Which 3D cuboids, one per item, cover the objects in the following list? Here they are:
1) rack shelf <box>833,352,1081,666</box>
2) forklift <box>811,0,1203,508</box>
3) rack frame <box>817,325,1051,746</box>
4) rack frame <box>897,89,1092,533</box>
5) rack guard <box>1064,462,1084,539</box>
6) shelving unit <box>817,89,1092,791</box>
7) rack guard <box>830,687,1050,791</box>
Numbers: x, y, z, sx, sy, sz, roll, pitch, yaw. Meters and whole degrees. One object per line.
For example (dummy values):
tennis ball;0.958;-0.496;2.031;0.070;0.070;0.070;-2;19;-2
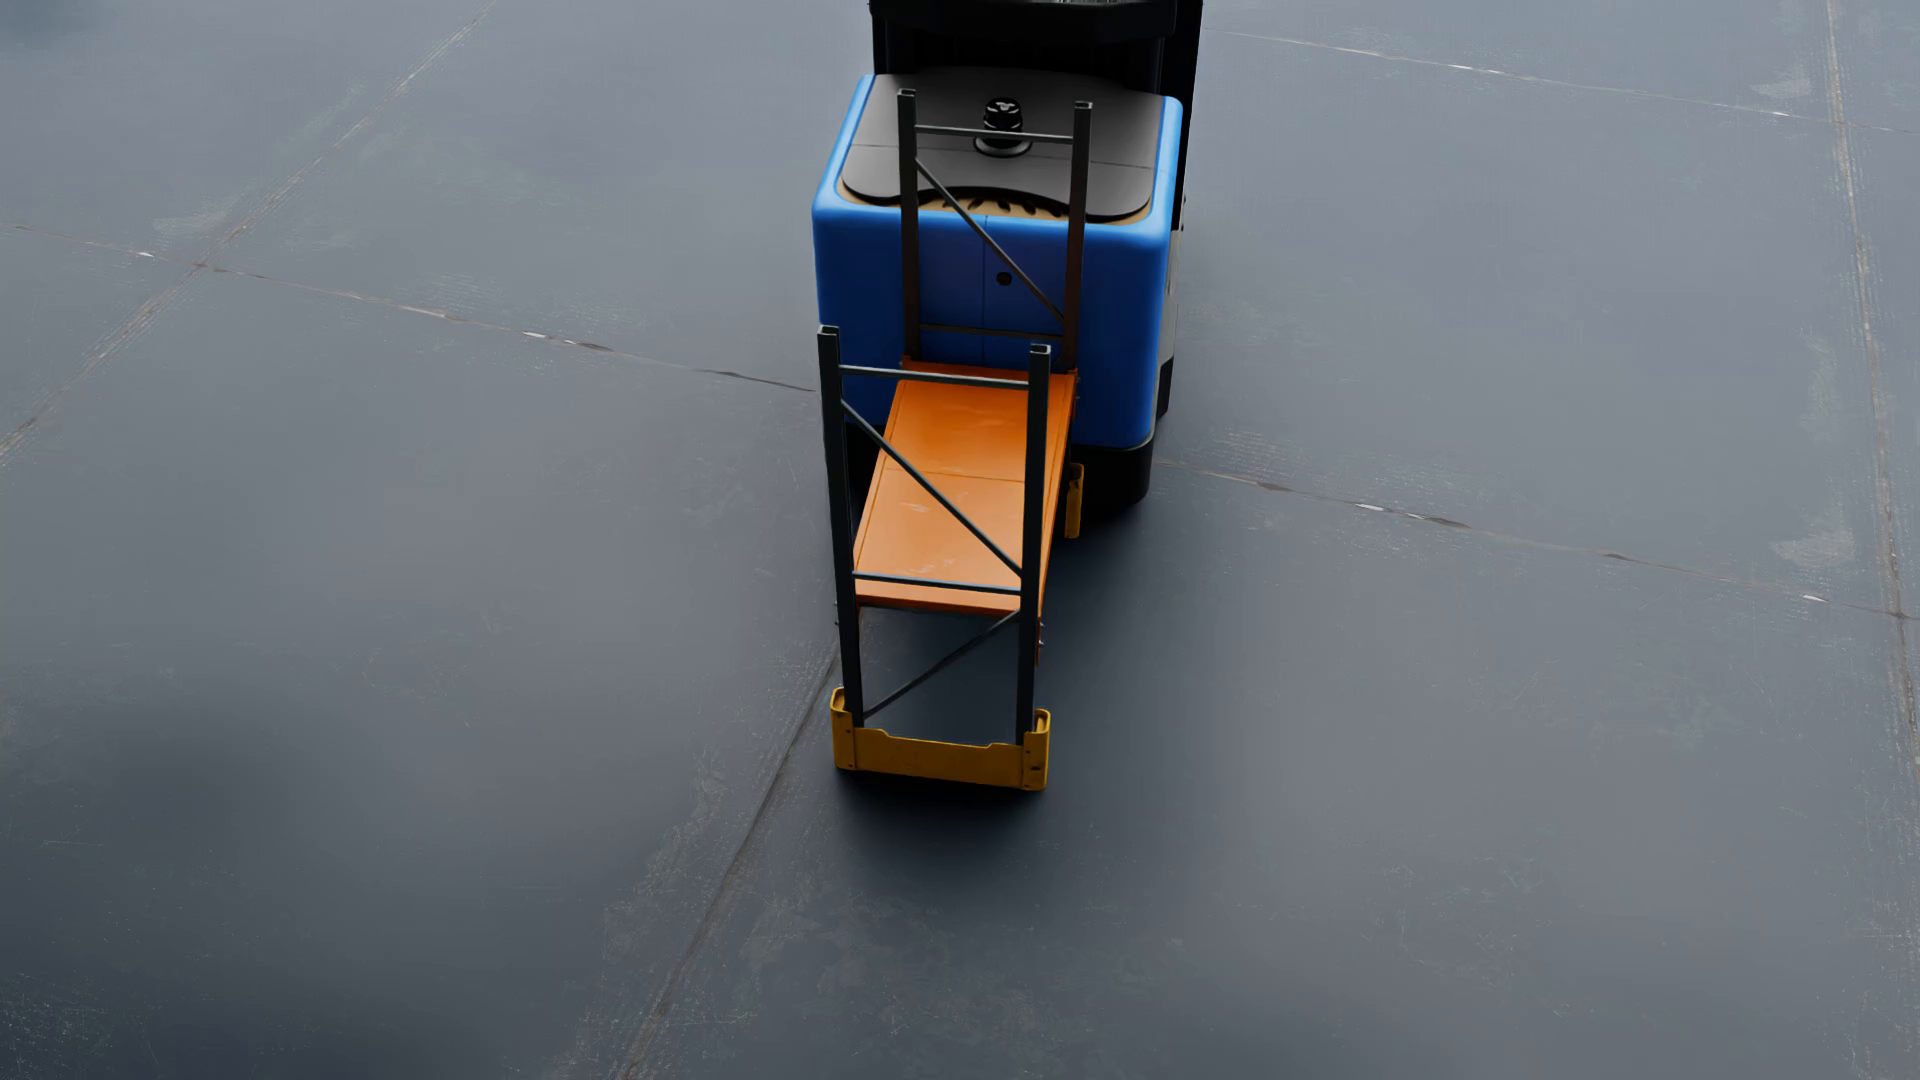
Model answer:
rack shelf;0.016;-0.115;4.552;0.538;0.185;1.000;6;45;6
forklift;0.287;-2.188;5.390;1.130;2.935;3.031;6;45;6
rack frame;-0.057;0.109;4.067;0.500;1.500;0.032;6;45;6
rack frame;0.088;-0.595;4.786;0.500;1.500;0.032;6;45;6
rack guard;0.088;-0.147;5.222;0.587;0.250;0.087;6;45;6
shelving unit;0.017;-0.249;4.433;0.587;1.500;1.083;6;45;6
rack guard;-0.054;0.542;4.517;0.587;0.250;0.087;6;45;6
